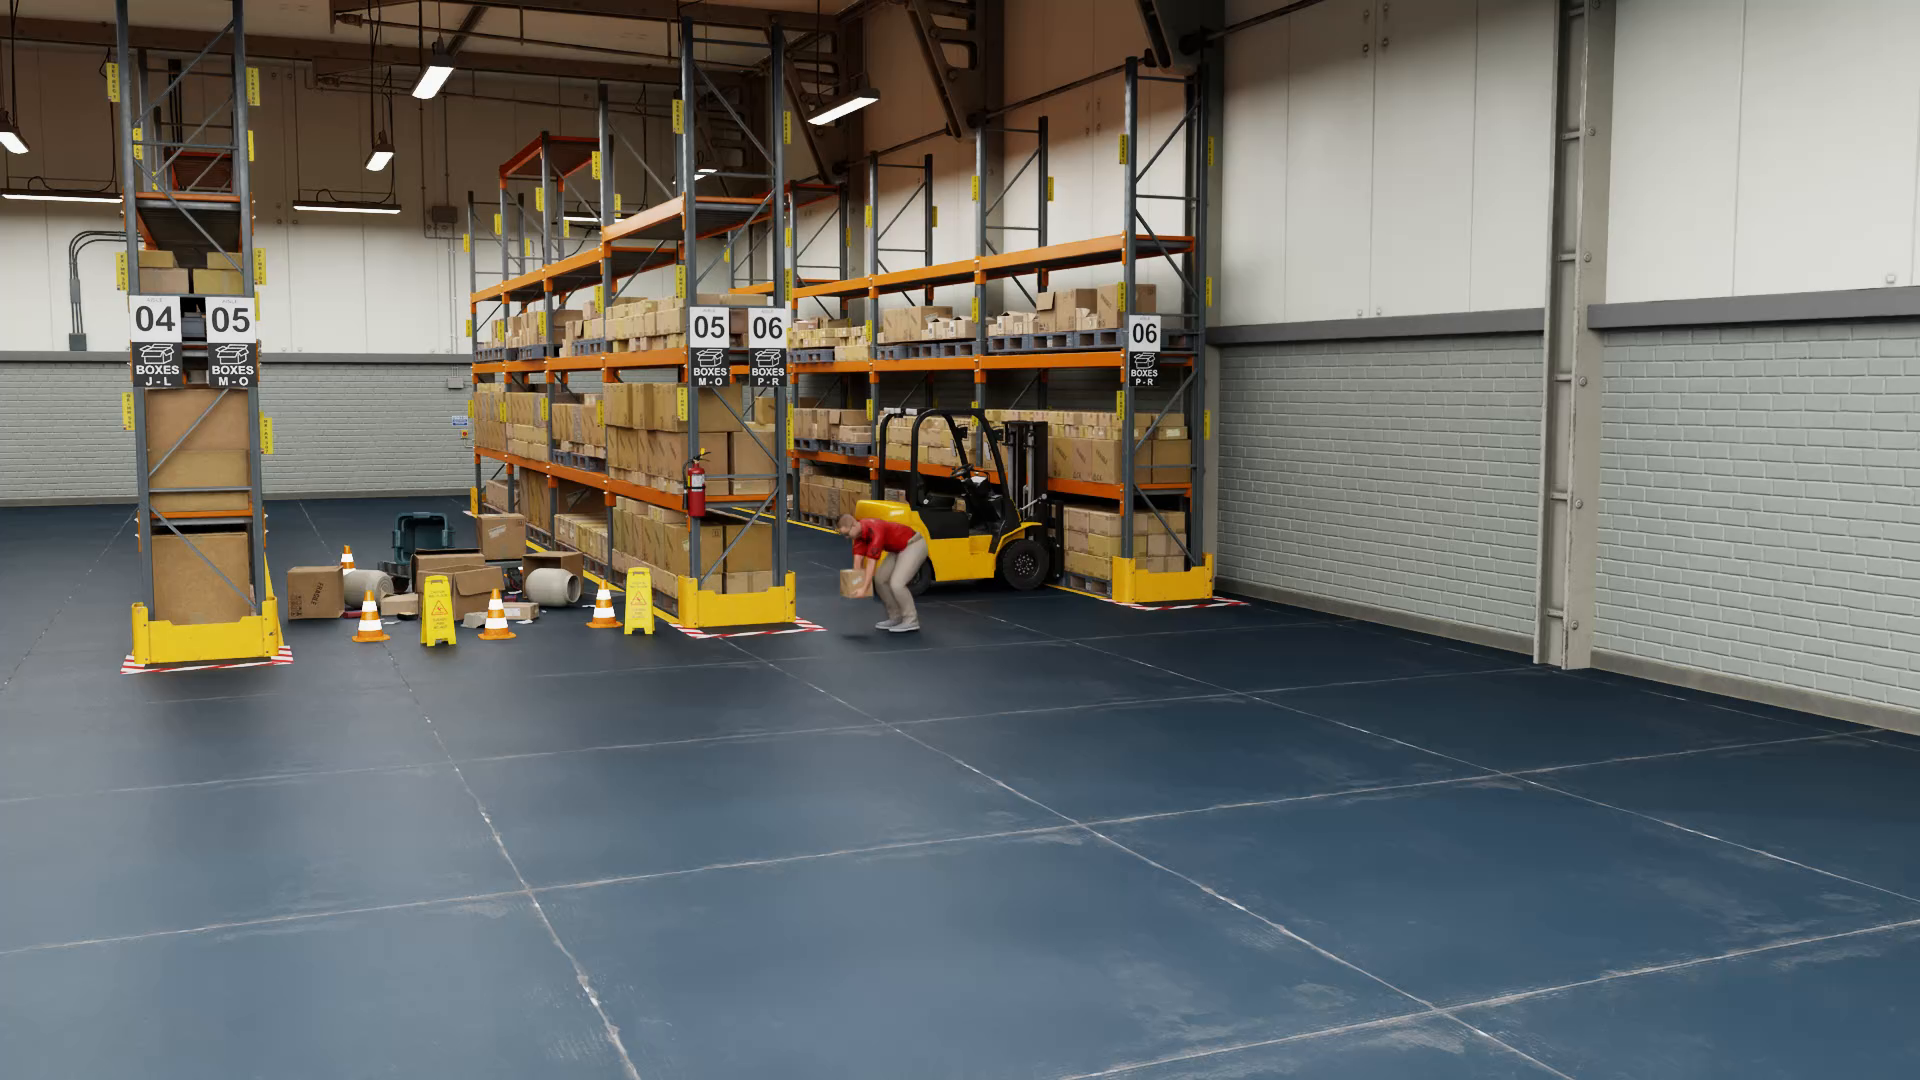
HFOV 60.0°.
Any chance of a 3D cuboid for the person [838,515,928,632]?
[{"bbox_3d":[-0.770,0.320,16.443,0.931,1.170,0.508,-3,6,-26],"label":"person"}]
